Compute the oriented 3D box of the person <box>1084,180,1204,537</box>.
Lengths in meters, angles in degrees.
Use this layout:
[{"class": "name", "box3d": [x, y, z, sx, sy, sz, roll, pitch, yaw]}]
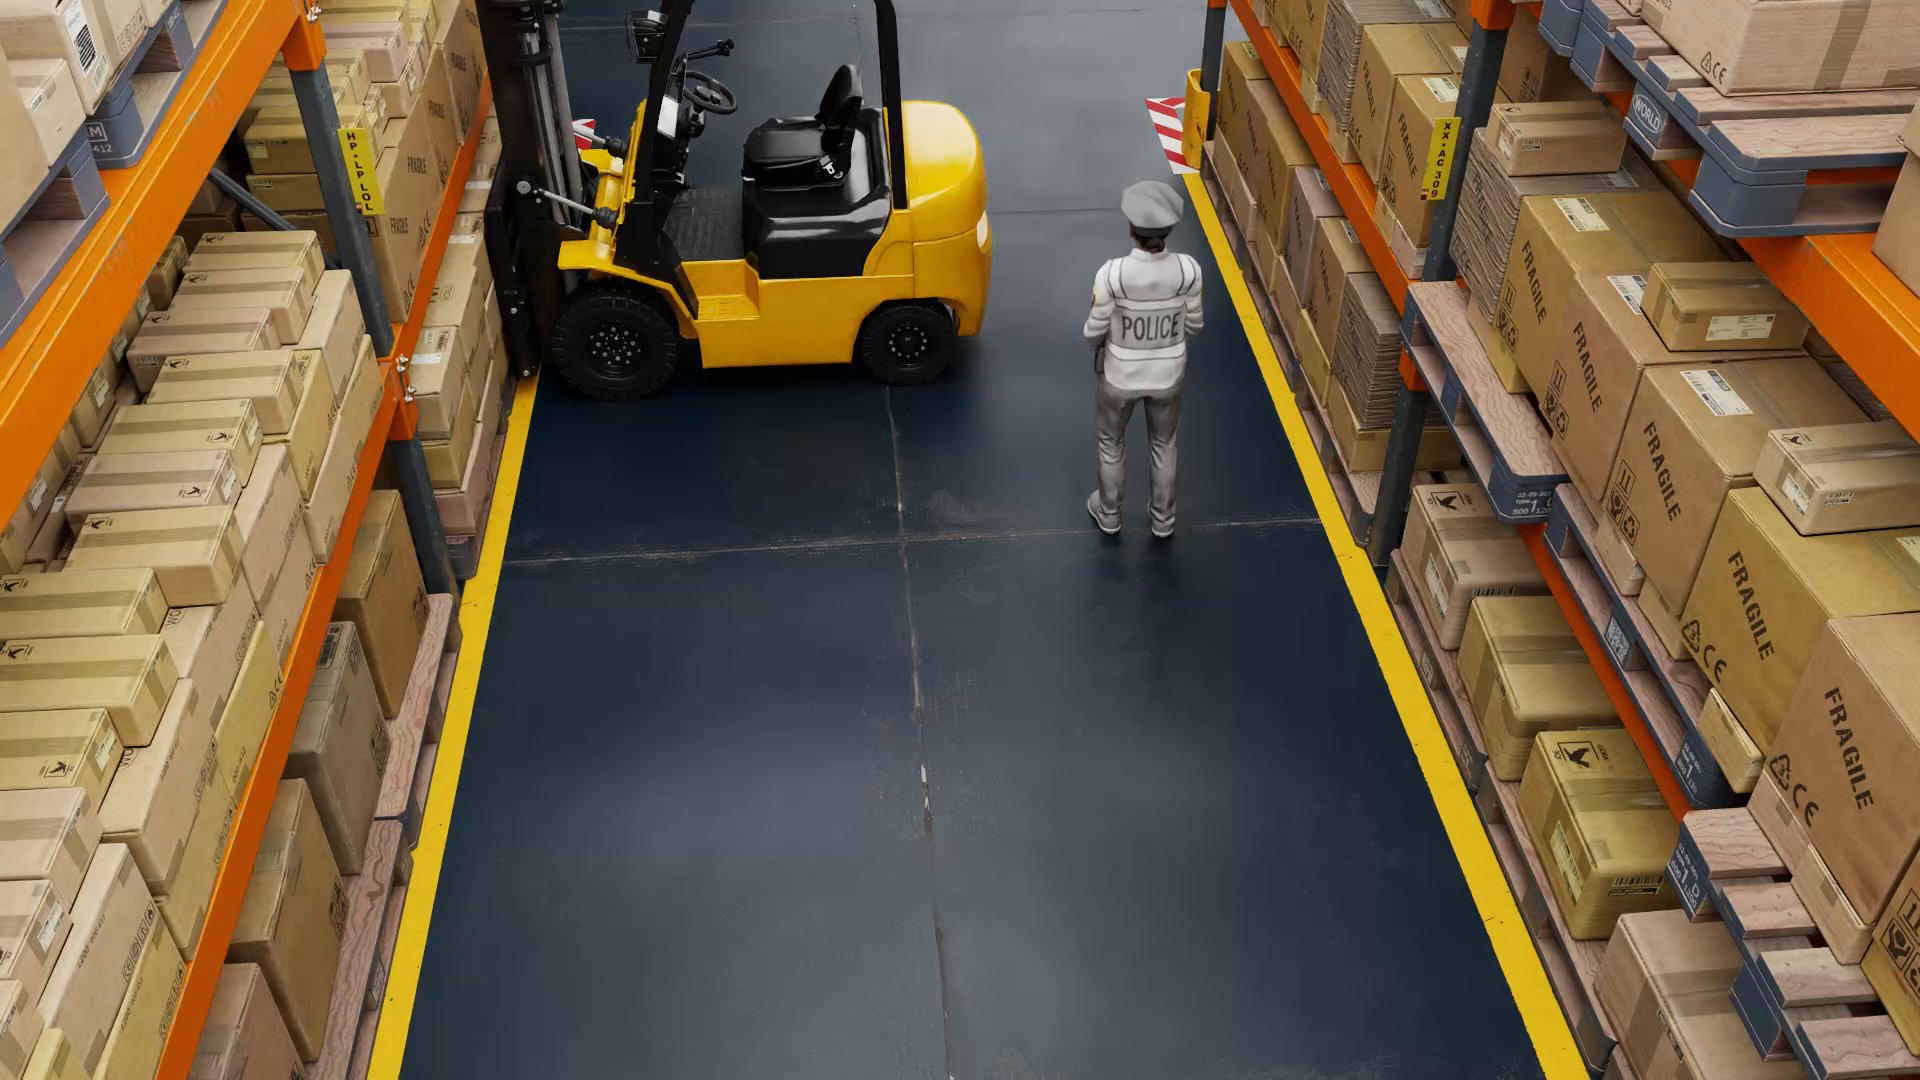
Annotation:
[{"class": "person", "box3d": [0.751, -0.730, 7.025, 0.498, 1.686, 0.425, -4, 40, -5]}]
